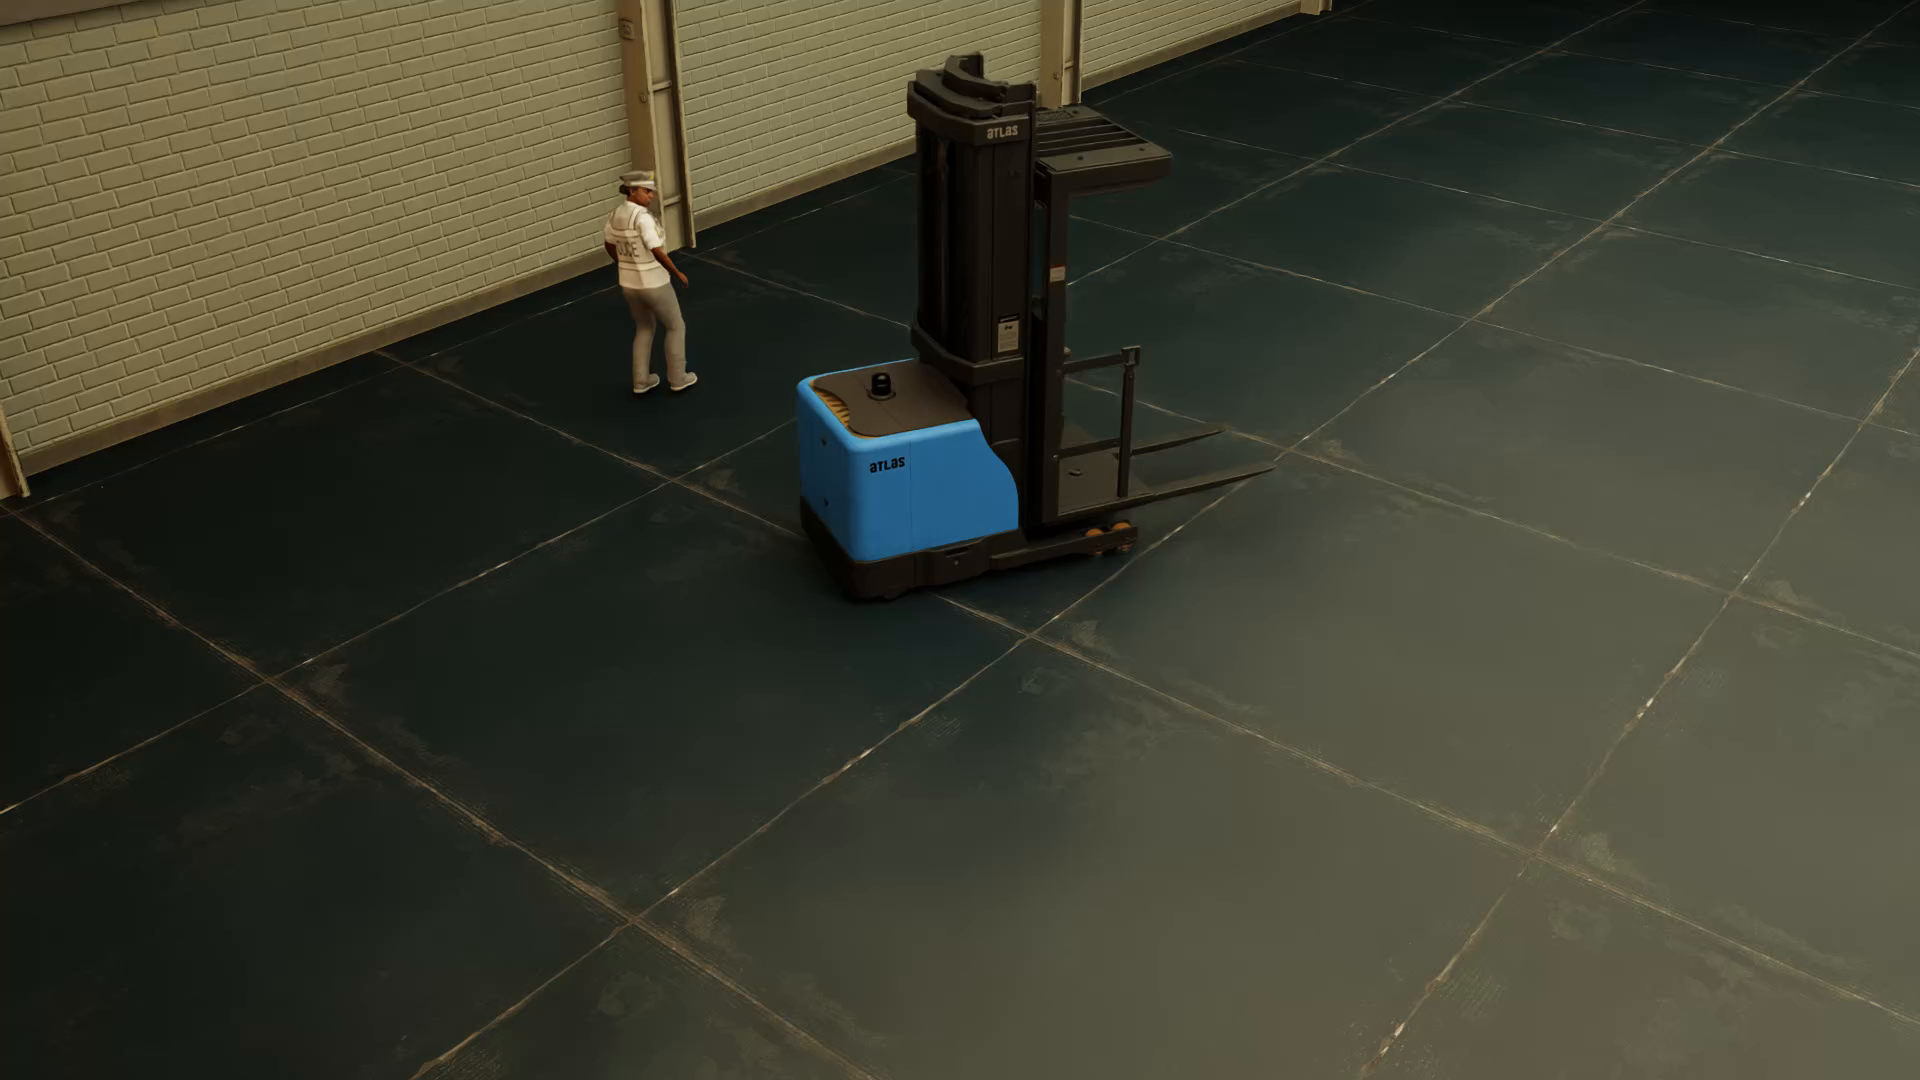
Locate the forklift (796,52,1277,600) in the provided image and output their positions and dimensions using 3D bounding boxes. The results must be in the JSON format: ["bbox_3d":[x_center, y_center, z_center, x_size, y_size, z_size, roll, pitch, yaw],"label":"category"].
[{"bbox_3d":[0.556,-1.397,9.985,3.031,2.935,1.130,-13,33,-21],"label":"forklift"}]

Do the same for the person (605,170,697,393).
[{"bbox_3d":[-2.231,-1.862,11.988,0.624,1.646,0.487,18,35,28],"label":"person"}]
